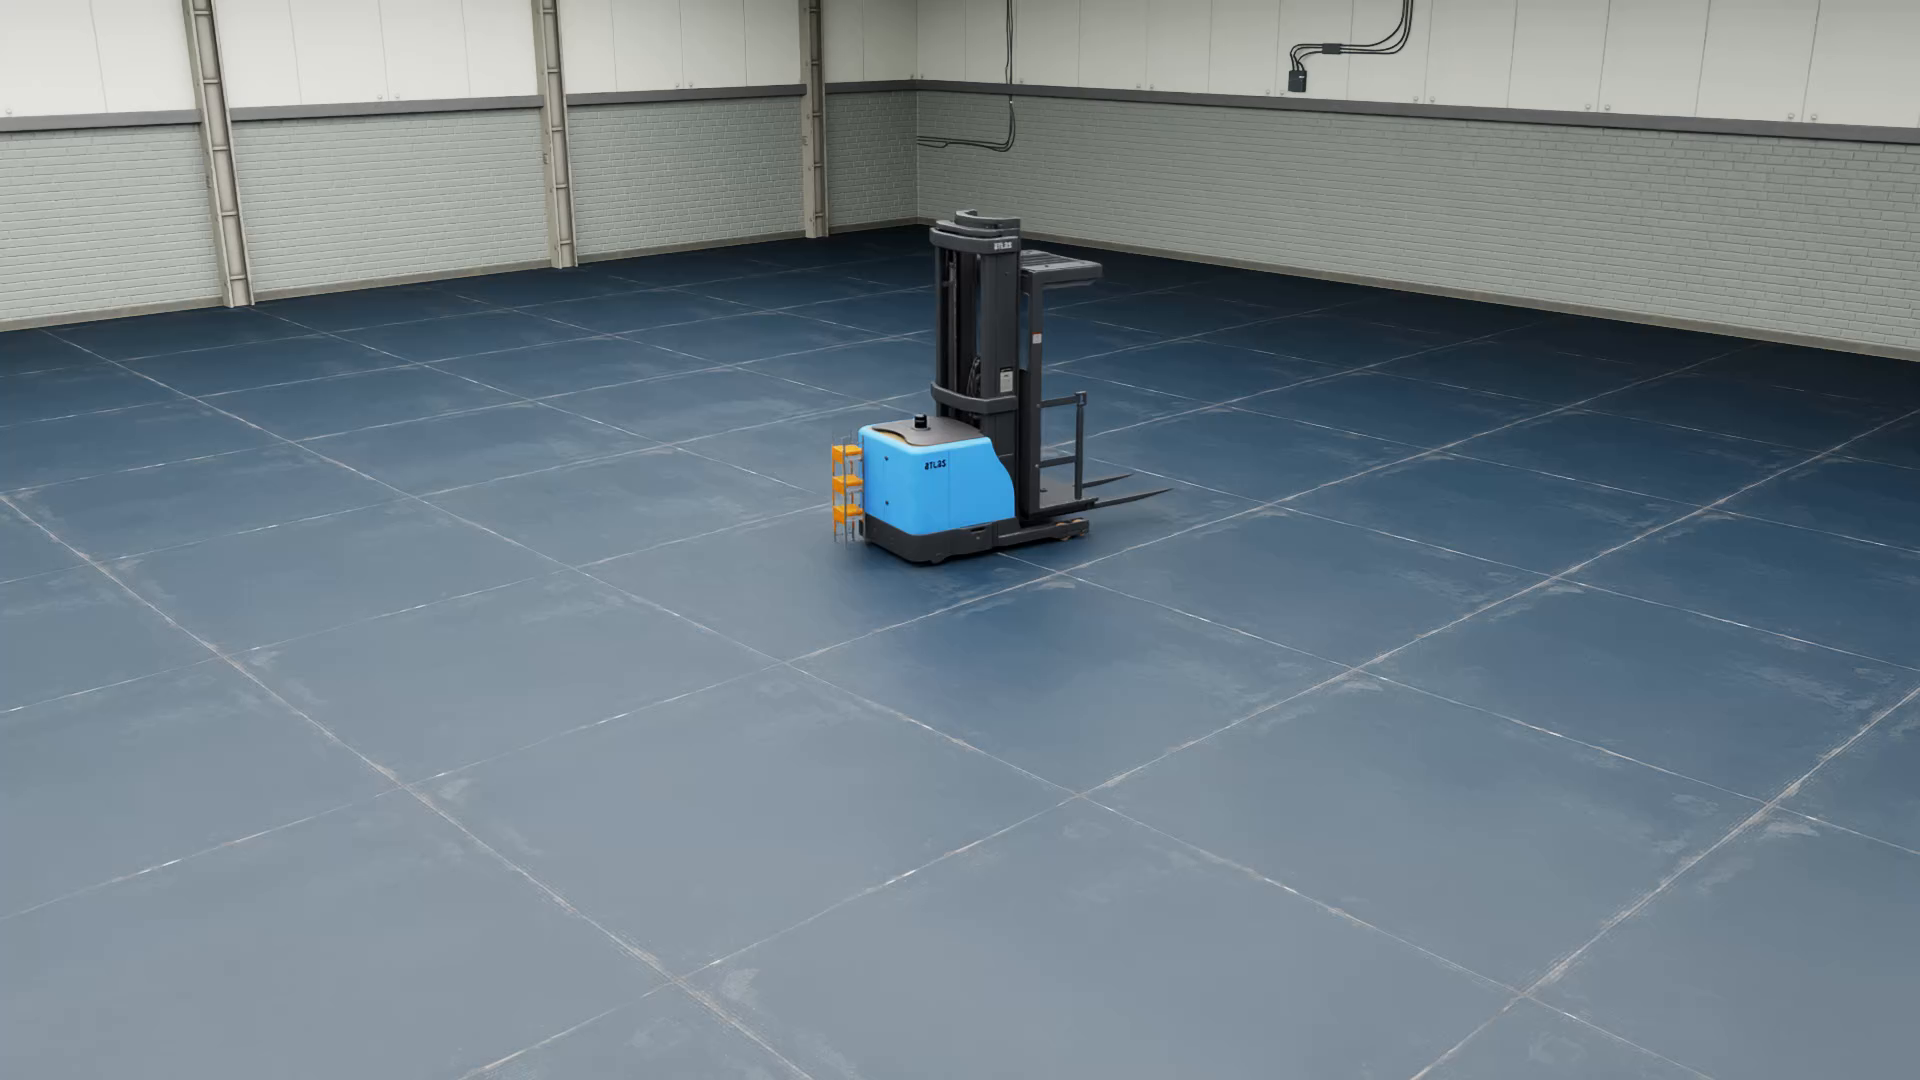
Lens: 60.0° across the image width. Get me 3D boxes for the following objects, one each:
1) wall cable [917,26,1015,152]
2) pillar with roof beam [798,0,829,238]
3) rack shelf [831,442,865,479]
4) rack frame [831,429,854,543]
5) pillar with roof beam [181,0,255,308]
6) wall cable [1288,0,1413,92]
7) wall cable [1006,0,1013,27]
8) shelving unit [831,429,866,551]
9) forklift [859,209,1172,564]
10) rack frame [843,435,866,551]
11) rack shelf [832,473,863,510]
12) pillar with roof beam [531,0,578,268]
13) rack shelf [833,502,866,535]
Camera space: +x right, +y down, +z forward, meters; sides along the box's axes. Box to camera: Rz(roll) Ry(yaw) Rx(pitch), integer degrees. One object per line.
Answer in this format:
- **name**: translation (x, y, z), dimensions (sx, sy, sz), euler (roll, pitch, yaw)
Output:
- **wall cable**: translation (0.045, -9.497, 34.986), dimensions (0.112, 2.526, 3.097), euler (-16, 24, -41)
- **pillar with roof beam**: translation (-0.047, -9.681, 30.520), dimensions (0.400, 9.000, 9.100), euler (-16, 24, -41)
- **rack shelf**: translation (-1.000, -0.712, 14.857), dimensions (0.215, 0.259, 0.240), euler (-10, 20, -27)
- **rack frame**: translation (-1.059, -0.485, 15.043), dimensions (0.200, 1.050, 0.008), euler (-10, 20, -27)
- **pillar with roof beam**: translation (-8.766, -7.139, 22.677), dimensions (0.400, 9.000, 9.100), euler (-16, 24, -41)
- **wall cable**: translation (6.555, -10.461, 27.410), dimensions (0.169, 6.003, 2.305), euler (-16, 24, -41)
- **wall cable**: translation (1.903, -11.293, 32.337), dimensions (0.112, 2.526, 3.097), euler (-16, 24, -41)
- **shelving unit**: translation (-1.000, -0.452, 14.942), dimensions (0.215, 1.050, 0.252), euler (-10, 20, -27)
- **forklift**: translation (0.594, -1.512, 15.161), dimensions (3.031, 2.935, 1.130), euler (-11, 21, -31)
- **rack frame**: translation (-0.941, -0.419, 14.840), dimensions (0.200, 1.050, 0.008), euler (-10, 20, -27)
- **rack shelf**: translation (-1.000, -0.442, 14.945), dimensions (0.215, 0.259, 0.240), euler (-10, 20, -27)
- **pillar with roof beam**: translation (-4.407, -8.410, 26.599), dimensions (0.400, 9.000, 9.100), euler (-16, 24, -41)
- **rack shelf**: translation (-1.000, -0.178, 15.031), dimensions (0.215, 0.259, 0.240), euler (-10, 20, -27)
